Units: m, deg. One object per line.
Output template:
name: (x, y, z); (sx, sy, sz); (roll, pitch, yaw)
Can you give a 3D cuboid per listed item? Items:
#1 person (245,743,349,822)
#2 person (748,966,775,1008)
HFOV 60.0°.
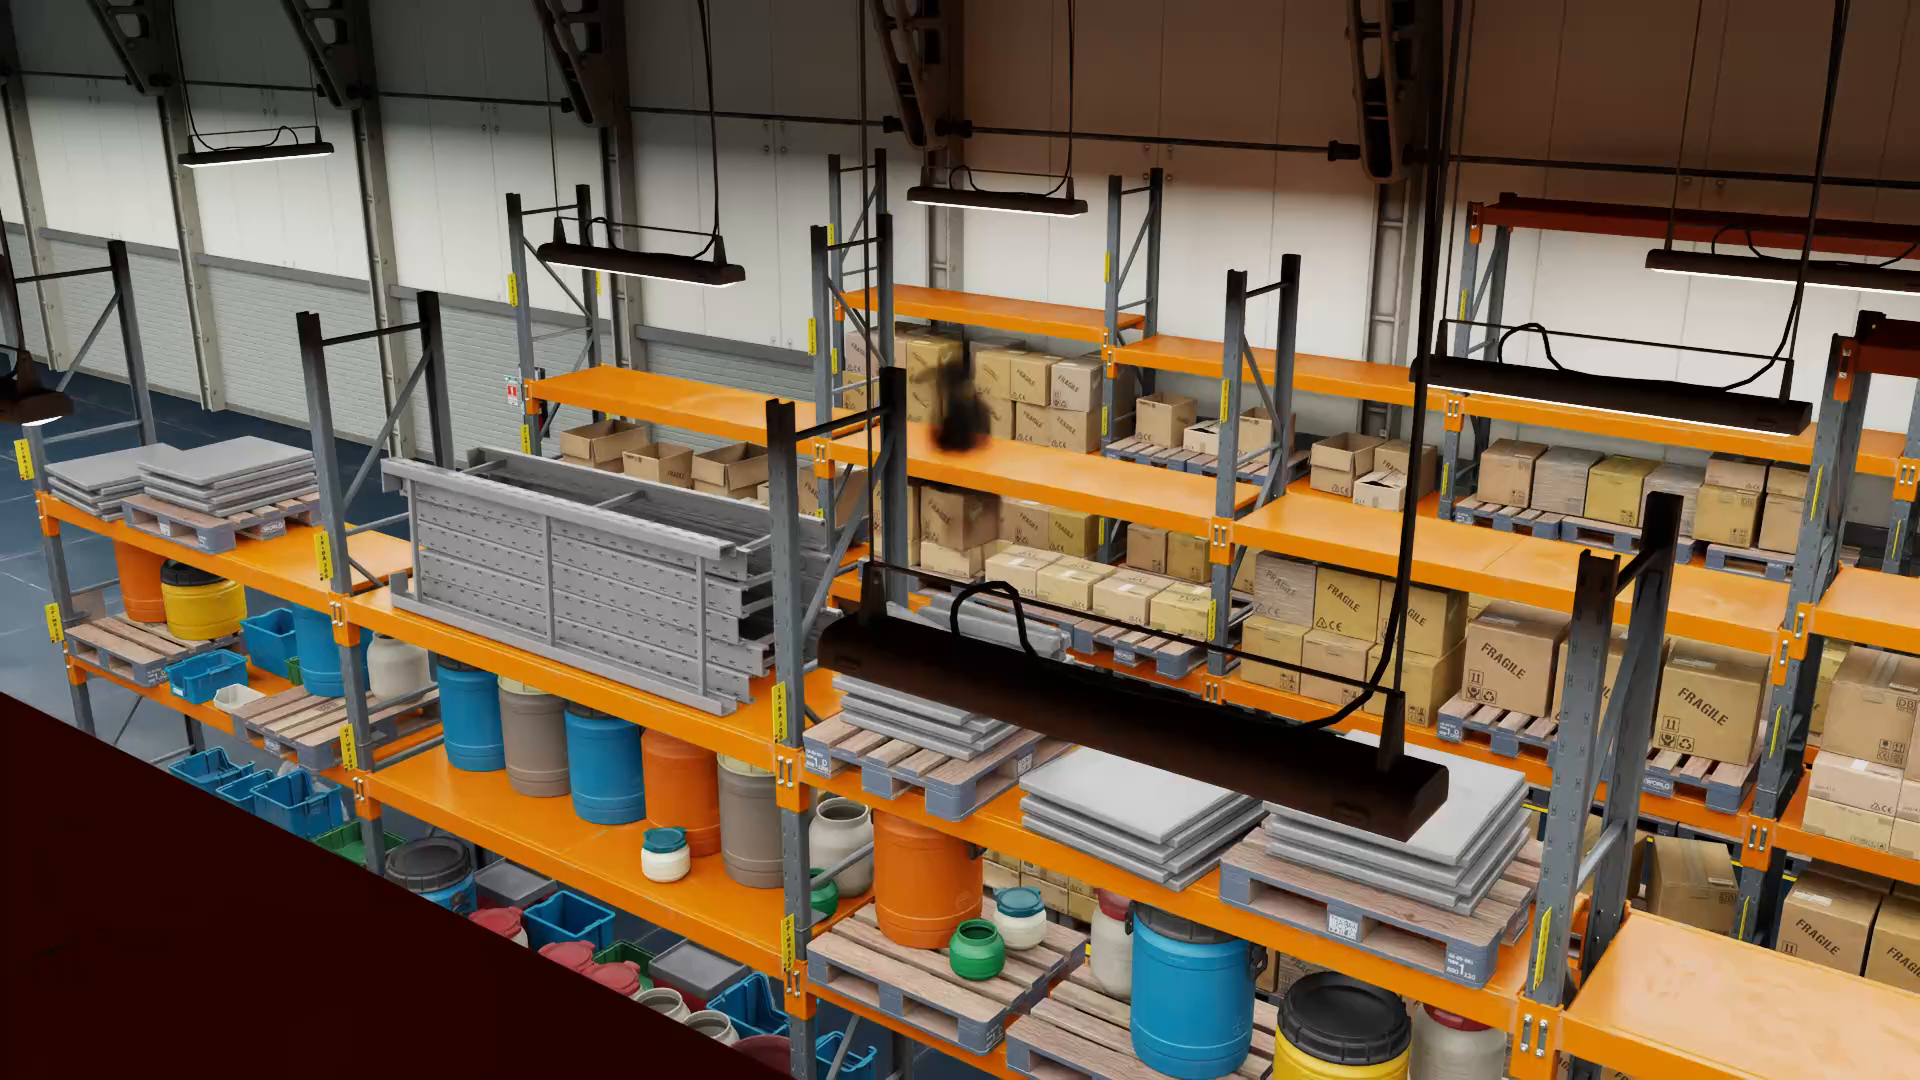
person: (-6.499, 2.072, 16.213); (0.853, 1.675, 0.633); (-9, 21, -25)
person: (-1.867, 3.076, 13.378); (0.492, 1.534, 0.844); (-16, 24, -39)
